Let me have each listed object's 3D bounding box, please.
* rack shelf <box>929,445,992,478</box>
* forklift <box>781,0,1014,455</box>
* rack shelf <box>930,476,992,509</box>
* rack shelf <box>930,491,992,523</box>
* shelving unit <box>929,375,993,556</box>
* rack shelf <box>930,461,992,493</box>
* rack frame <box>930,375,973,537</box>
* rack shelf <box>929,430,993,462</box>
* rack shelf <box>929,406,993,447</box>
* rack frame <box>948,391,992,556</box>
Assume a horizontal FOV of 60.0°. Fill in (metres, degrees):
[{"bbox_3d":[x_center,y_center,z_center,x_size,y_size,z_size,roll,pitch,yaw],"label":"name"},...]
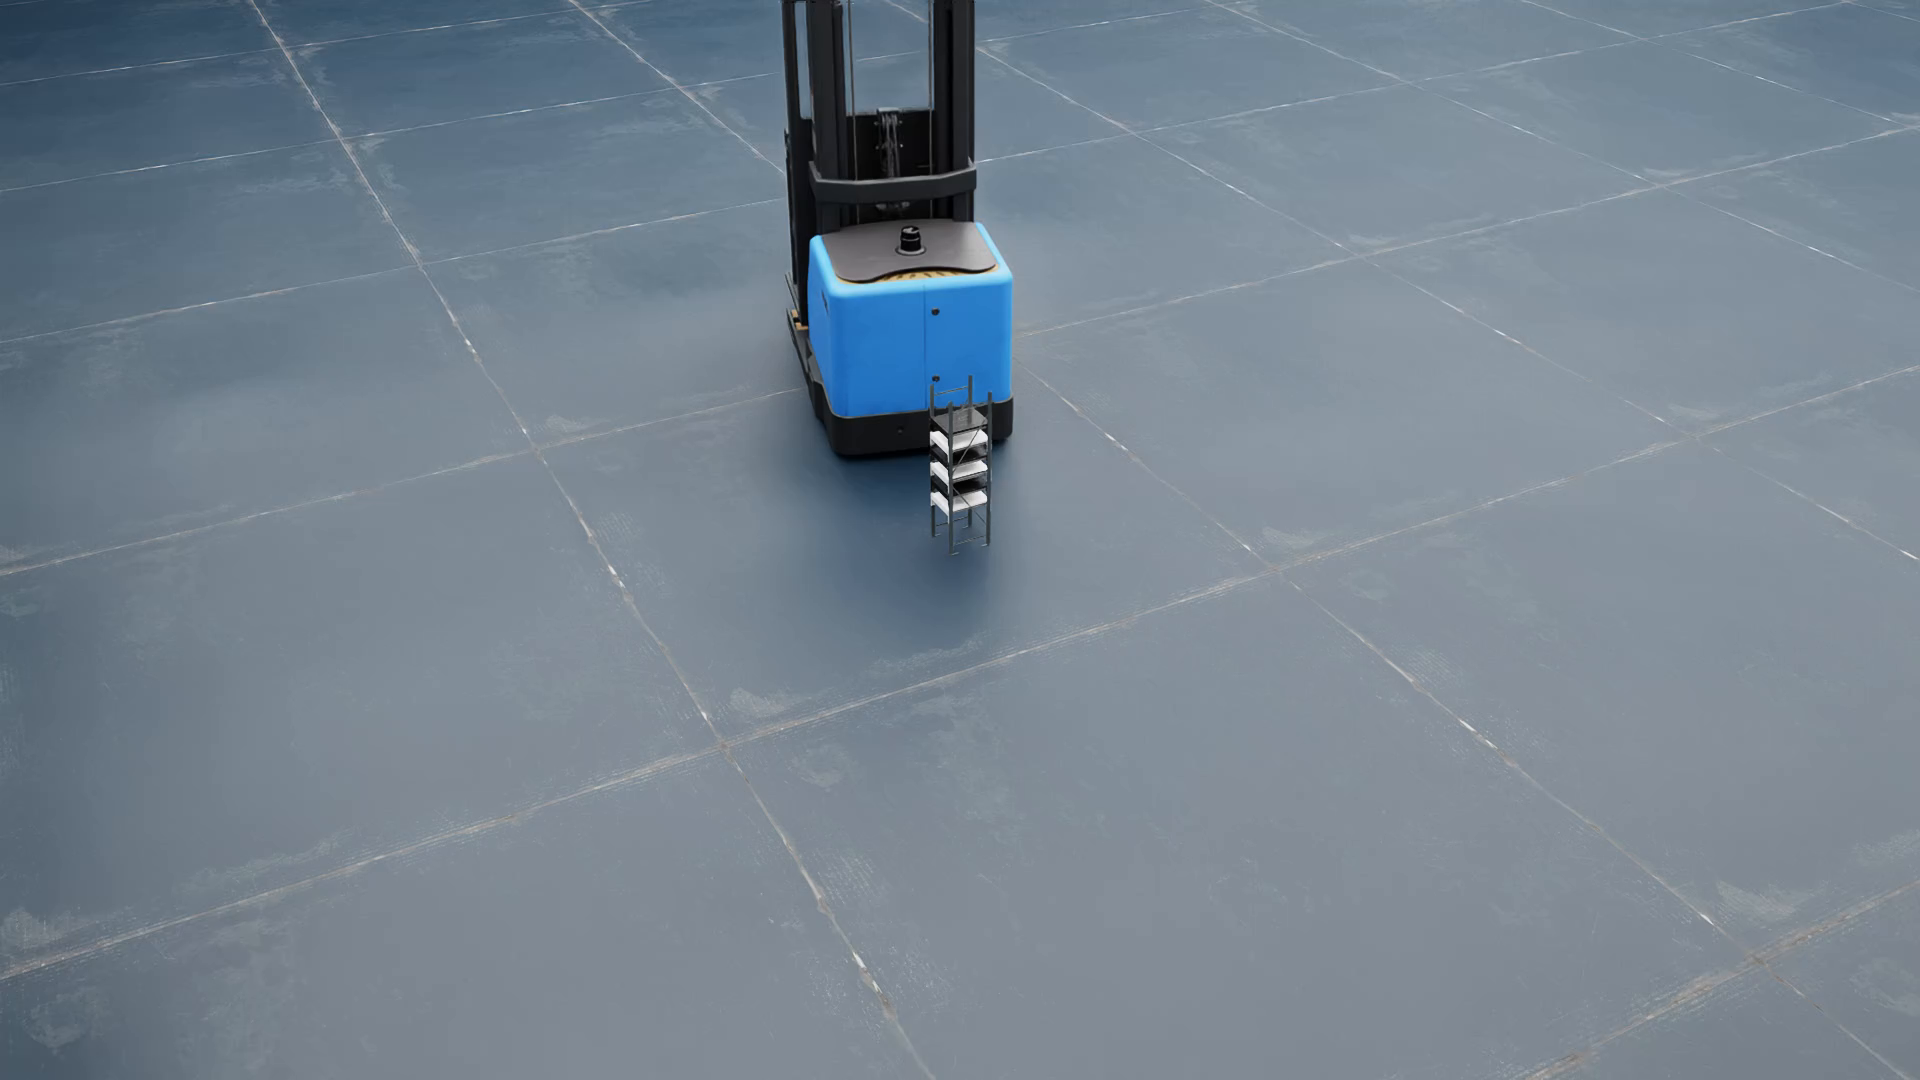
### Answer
[{"bbox_3d":[0.004,-0.423,8.471,0.258,0.077,0.200,-16,36,-23],"label":"rack shelf"},{"bbox_3d":[-0.509,-2.498,9.932,1.130,2.935,3.031,-7,33,-10],"label":"forklift"},{"bbox_3d":[0.004,-0.271,8.568,0.258,0.077,0.200,-16,36,-23],"label":"rack shelf"},{"bbox_3d":[0.004,-0.195,8.616,0.258,0.077,0.200,-16,36,-23],"label":"rack shelf"},{"bbox_3d":[0.004,-0.375,8.501,0.258,0.900,0.210,-16,36,-23],"label":"shelving unit"},{"bbox_3d":[0.004,-0.347,8.519,0.258,0.077,0.200,-16,36,-23],"label":"rack shelf"},{"bbox_3d":[-0.044,-0.424,8.577,0.240,0.900,0.006,-16,36,-23],"label":"rack frame"},{"bbox_3d":[0.004,-0.499,8.422,0.258,0.077,0.200,-16,36,-23],"label":"rack shelf"},{"bbox_3d":[0.004,-0.574,8.374,0.258,0.077,0.200,-16,36,-23],"label":"rack shelf"},{"bbox_3d":[0.051,-0.327,8.425,0.240,0.900,0.006,-16,36,-23],"label":"rack frame"}]
